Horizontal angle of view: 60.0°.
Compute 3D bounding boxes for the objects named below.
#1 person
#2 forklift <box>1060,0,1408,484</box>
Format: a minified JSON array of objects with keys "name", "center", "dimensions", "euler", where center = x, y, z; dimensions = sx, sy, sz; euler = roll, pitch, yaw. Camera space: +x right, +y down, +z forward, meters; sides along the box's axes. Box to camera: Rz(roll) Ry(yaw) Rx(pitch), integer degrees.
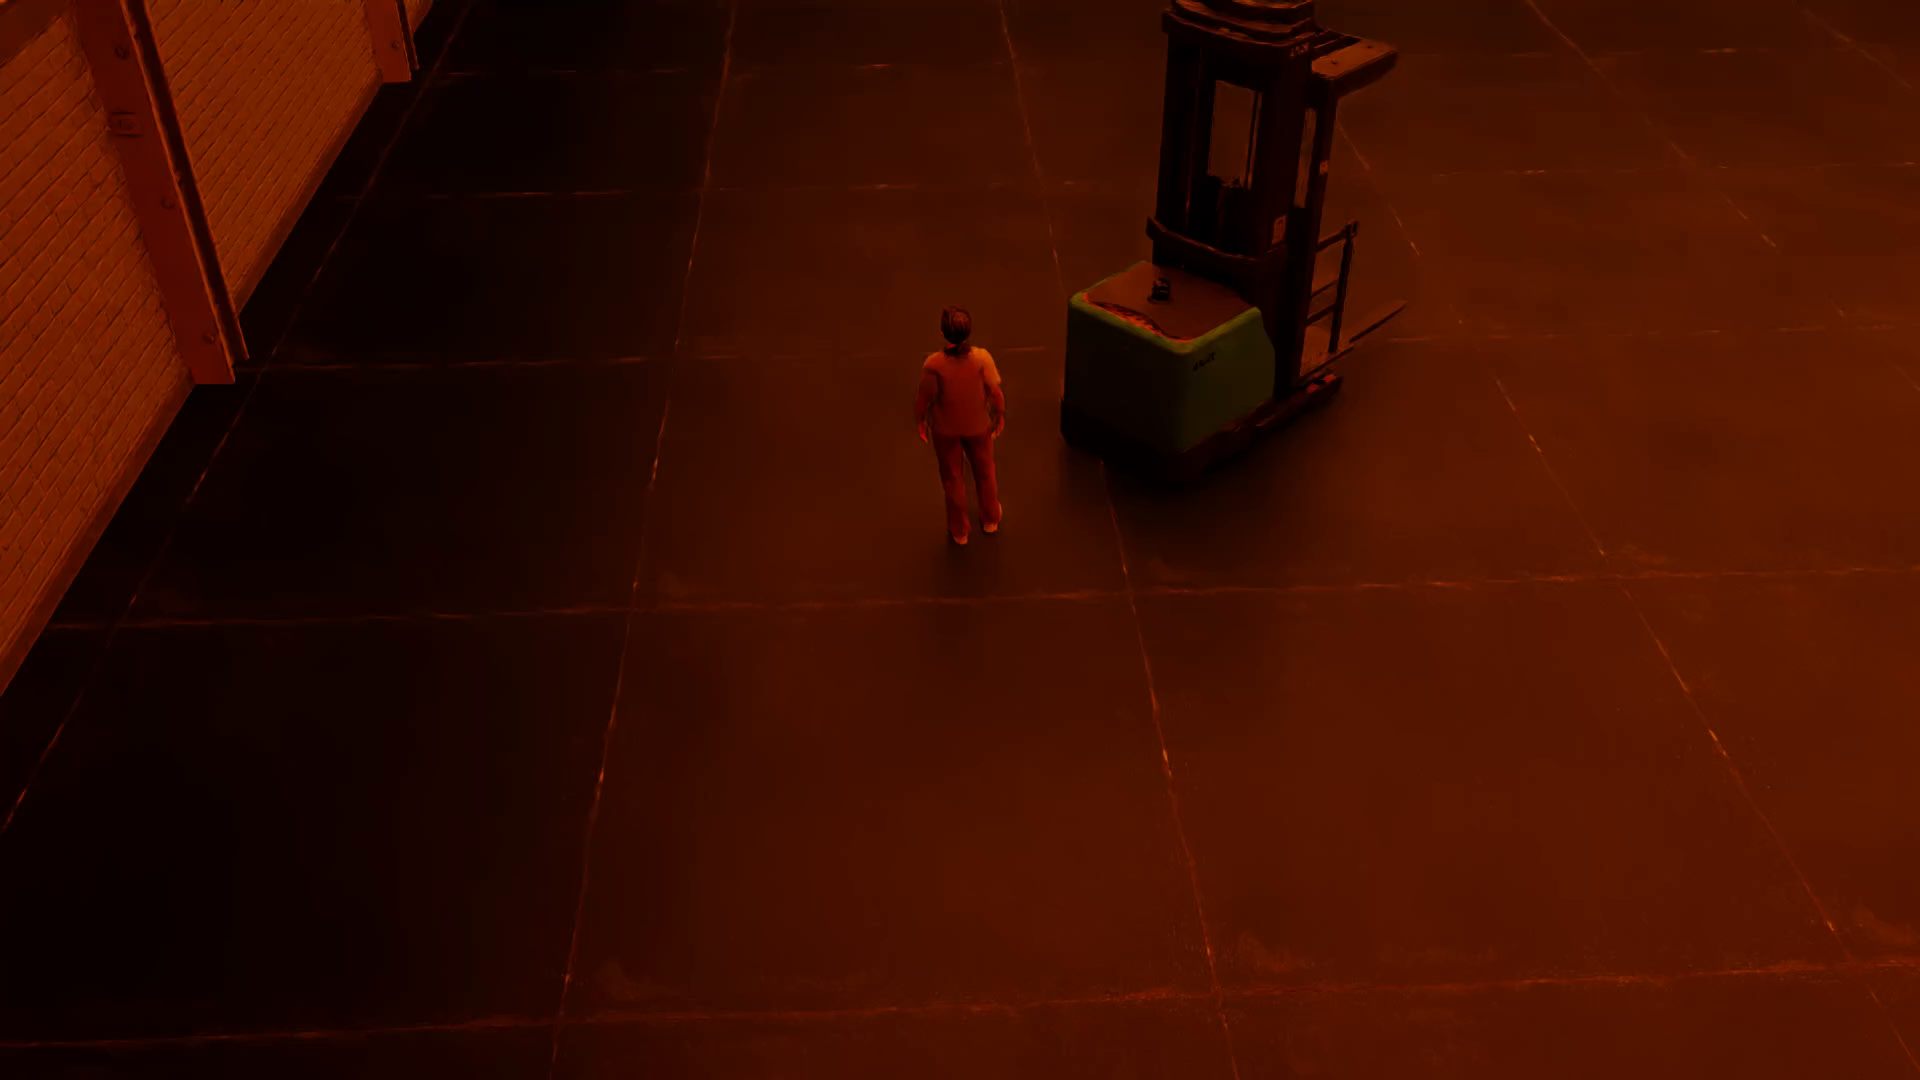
[{"name":"person","center":[0.007,-0.727,10.063],"dimensions":[0.554,1.674,0.548],"euler":[-2,36,-2]},{"name":"forklift","center":[2.088,-2.318,11.193],"dimensions":[1.130,2.935,3.031],"euler":[30,46,35]}]
